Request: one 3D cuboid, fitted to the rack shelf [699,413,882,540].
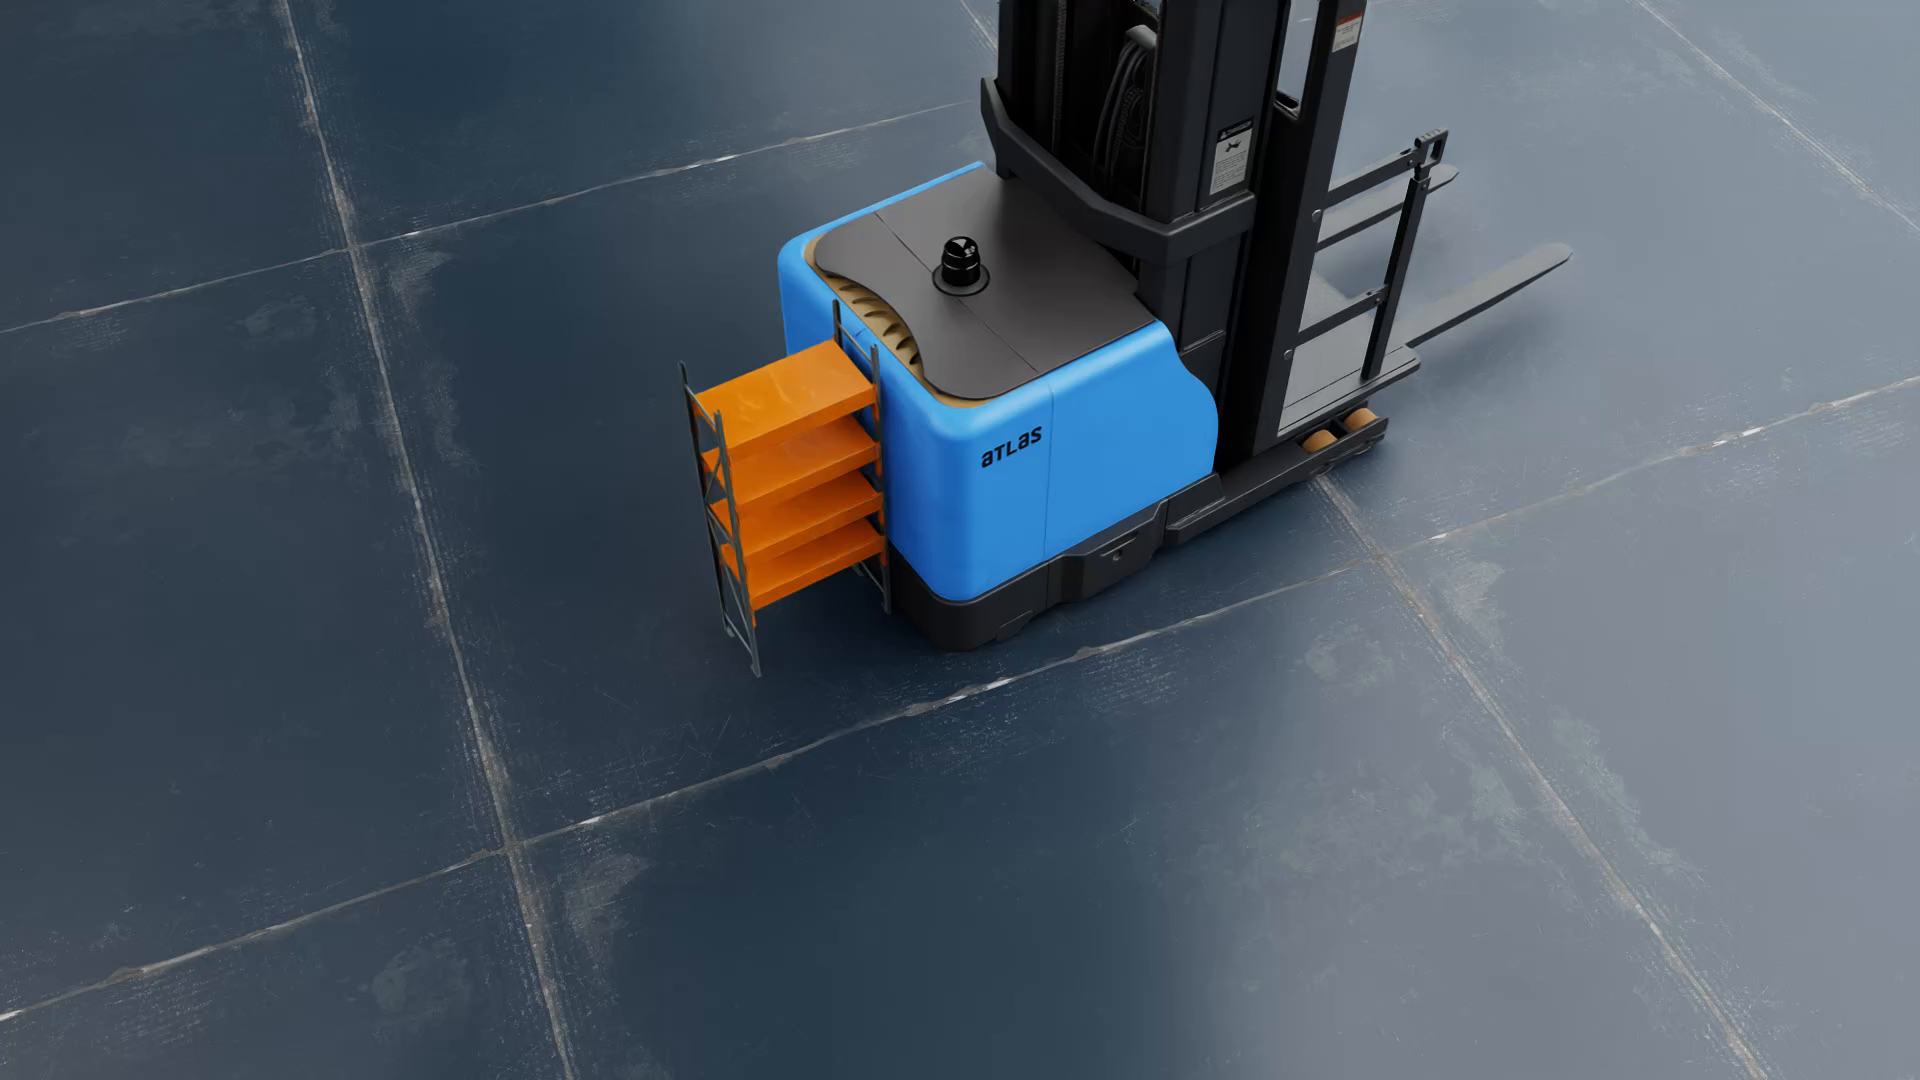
[{"bbox_3d":[-0.504,-0.225,4.946,0.480,0.148,0.258,-25,54,-20],"label":"rack shelf"}]

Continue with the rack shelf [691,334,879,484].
[{"bbox_3d":[-0.504,-0.379,4.767,0.480,0.148,0.258,-25,54,-20],"label":"rack shelf"}]

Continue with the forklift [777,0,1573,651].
[{"bbox_3d":[0.927,-1.490,5.098,3.031,2.935,1.130,-27,55,-21],"label":"forklift"}]

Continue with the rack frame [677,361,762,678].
[{"bbox_3d":[-0.711,-0.025,4.980,0.015,1.200,0.240,-25,54,-20],"label":"rack frame"}]

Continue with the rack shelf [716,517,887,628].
[{"bbox_3d":[-0.504,0.050,5.266,0.480,0.148,0.258,-25,54,-20],"label":"rack shelf"}]

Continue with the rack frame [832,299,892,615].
[{"bbox_3d":[-0.297,-0.221,5.149,0.015,1.200,0.240,-25,54,-20],"label":"rack frame"}]

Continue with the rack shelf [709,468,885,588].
[{"bbox_3d":[-0.504,-0.079,5.116,0.480,0.148,0.258,-25,54,-20],"label":"rack shelf"}]

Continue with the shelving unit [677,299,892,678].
[{"bbox_3d":[-0.504,-0.123,5.065,0.503,1.200,0.258,-25,54,-20],"label":"shelving unit"}]
